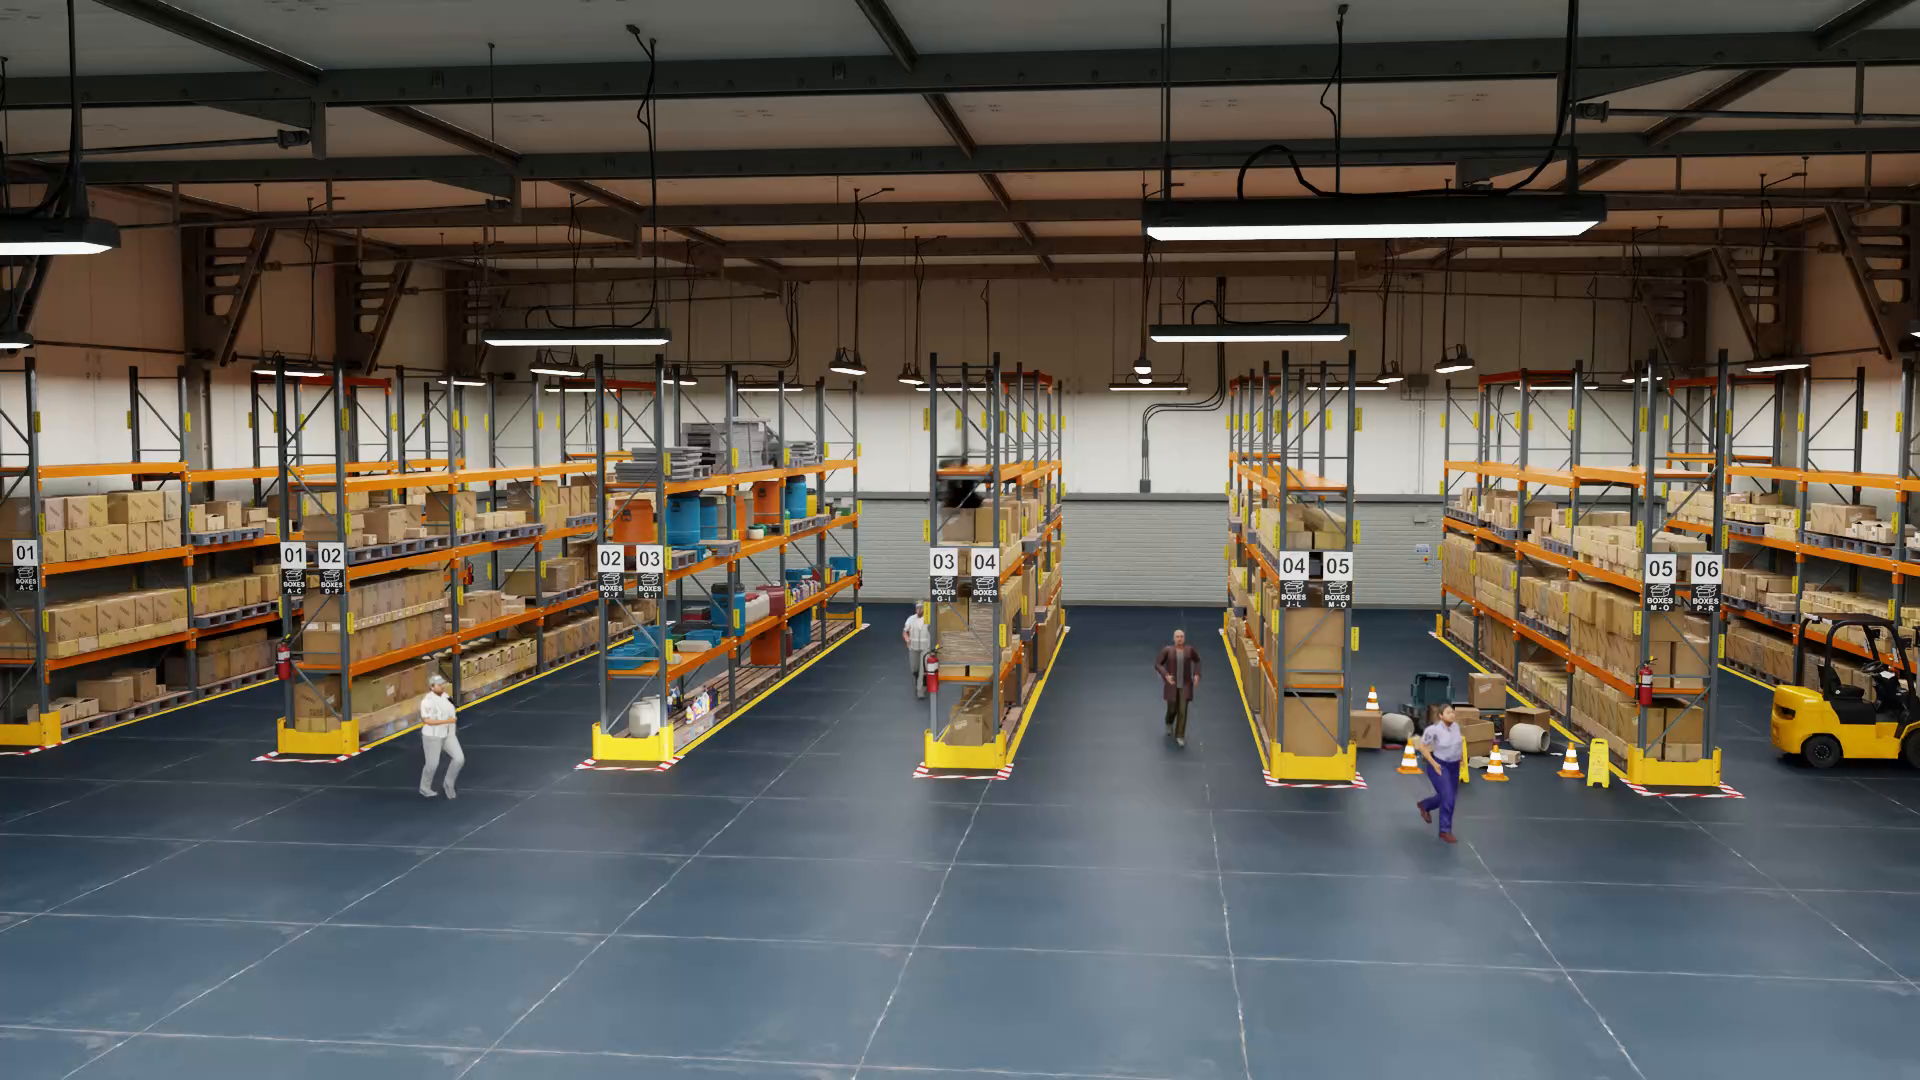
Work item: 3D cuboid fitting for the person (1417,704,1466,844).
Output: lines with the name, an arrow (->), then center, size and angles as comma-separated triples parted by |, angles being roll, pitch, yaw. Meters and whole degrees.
person -> 5.796, 2.778, 20.085 | 0.605, 1.655, 0.727 | -2, 5, -28

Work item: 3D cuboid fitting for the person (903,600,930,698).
person -> -0.716, 1.980, 30.594 | 0.673, 1.771, 0.829 | 0, 4, 4

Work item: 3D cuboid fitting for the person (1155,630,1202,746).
person -> 3.425, 2.286, 26.051 | 0.737, 1.775, 0.836 | 0, 4, 0

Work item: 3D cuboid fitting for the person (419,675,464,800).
person -> -6.877, 2.623, 22.019 | 0.687, 1.685, 0.578 | 3, 5, 34
